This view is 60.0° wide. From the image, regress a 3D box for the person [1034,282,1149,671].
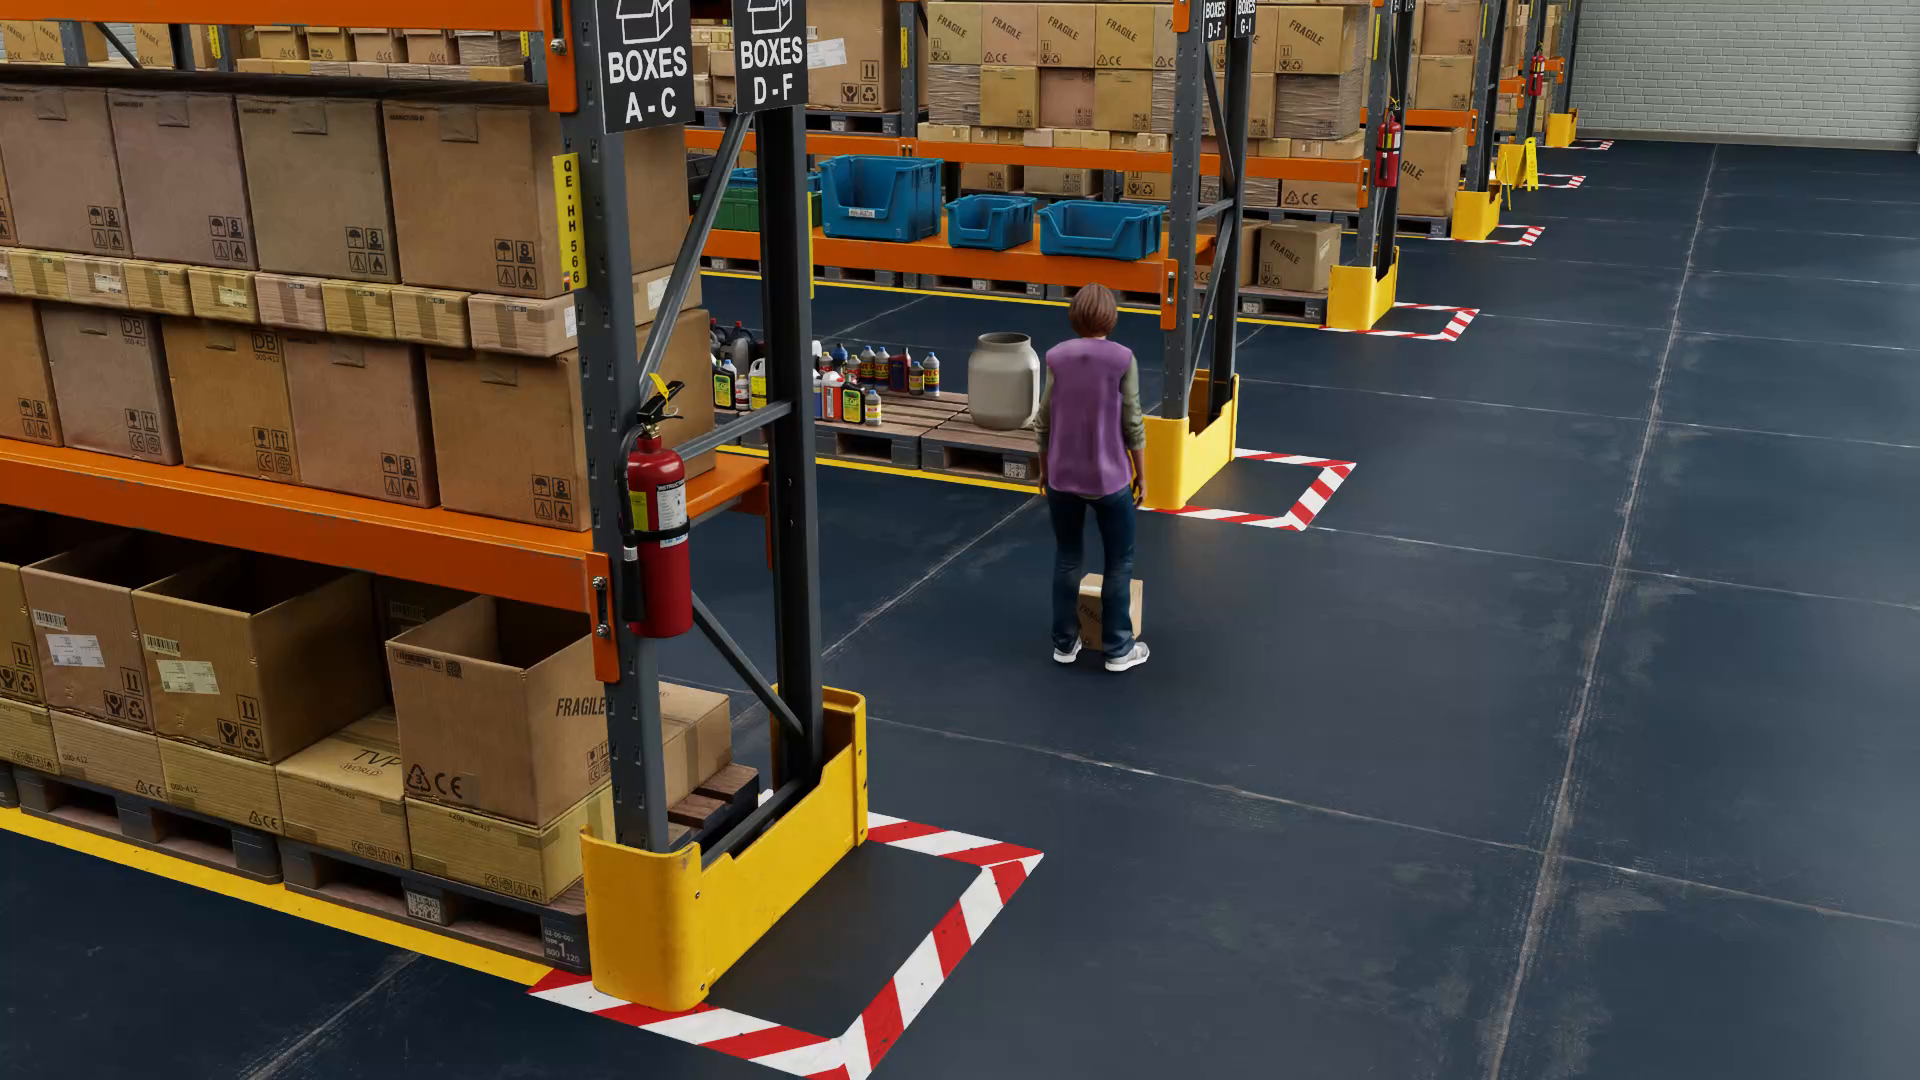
[{"bbox_3d":[0.538,-0.241,6.772,0.480,1.591,0.349,7,21,20],"label":"person"}]
